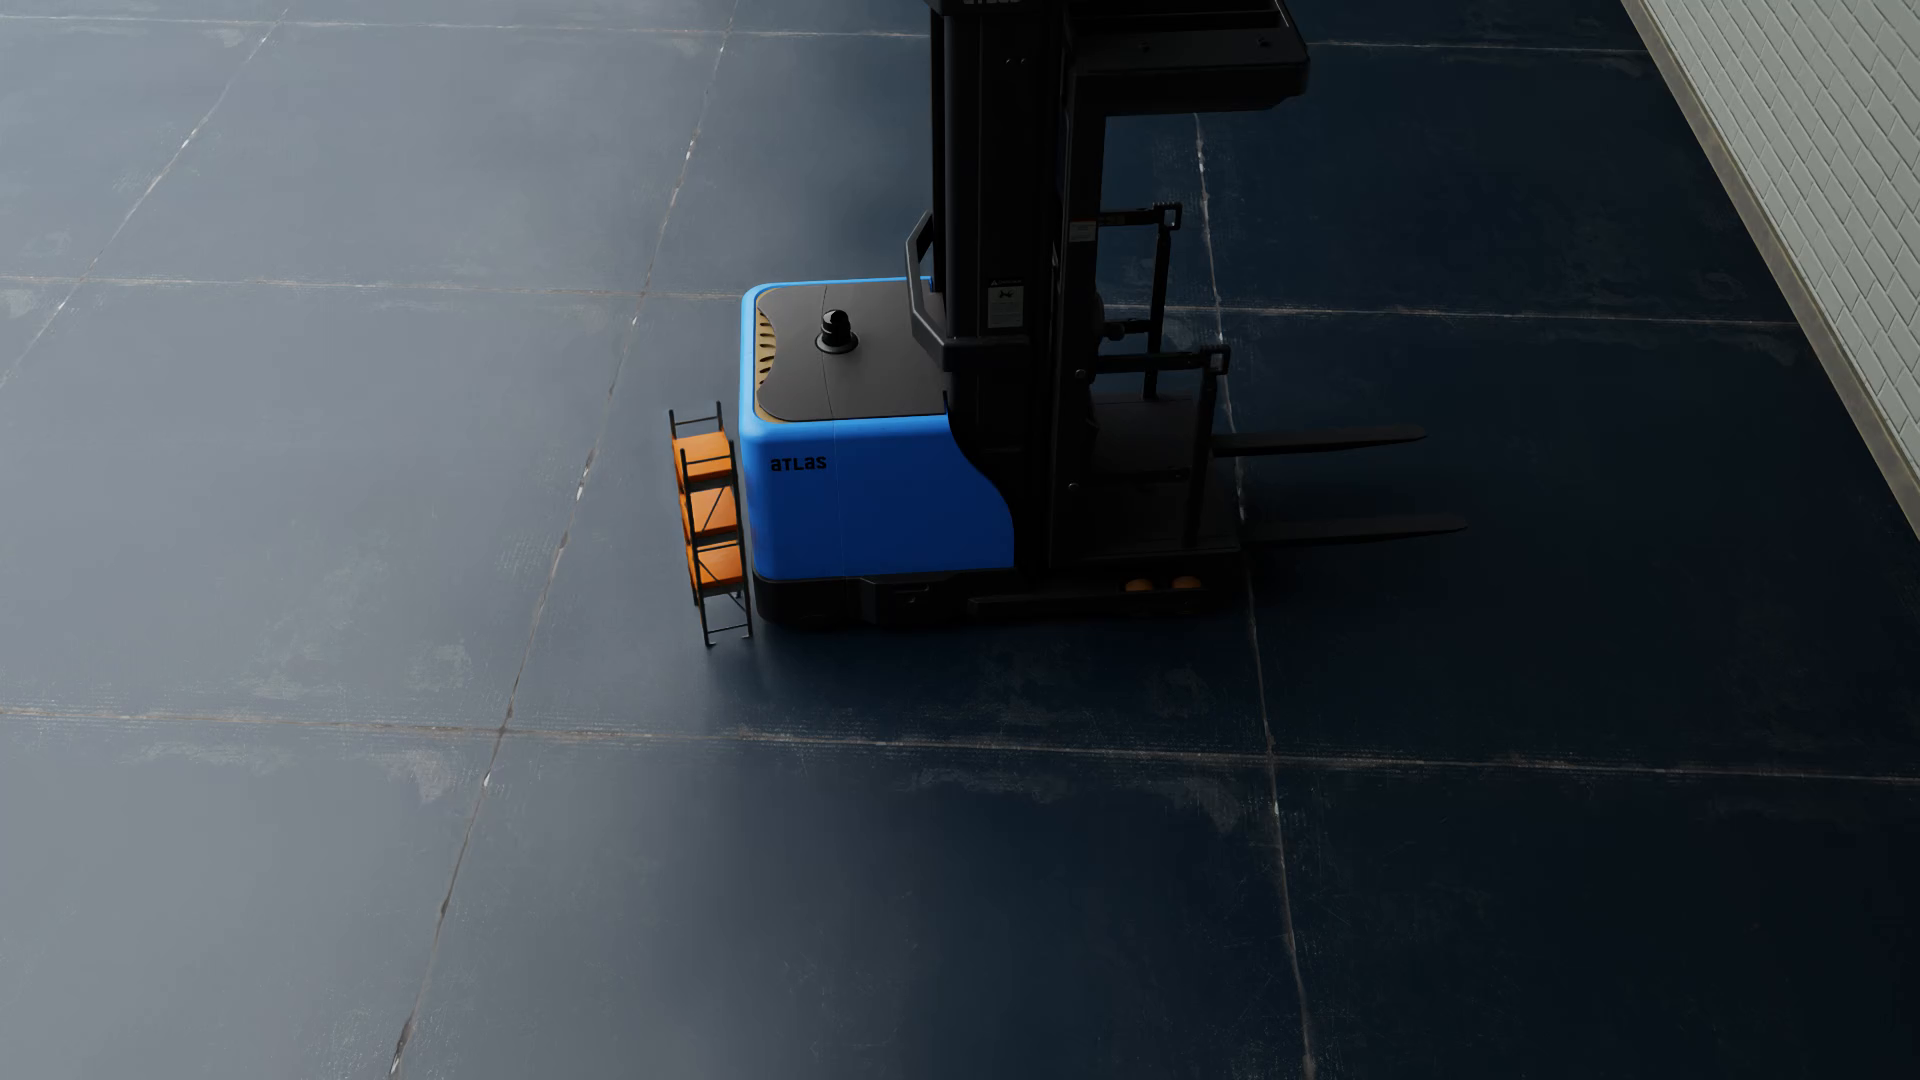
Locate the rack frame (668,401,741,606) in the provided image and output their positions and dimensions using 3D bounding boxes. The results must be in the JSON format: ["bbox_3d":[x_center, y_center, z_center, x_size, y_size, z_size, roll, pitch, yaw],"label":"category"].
[{"bbox_3d":[-1.021,-0.127,6.699,0.200,1.050,0.008,-11,44,-13],"label":"rack frame"}]

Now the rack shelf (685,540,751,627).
[{"bbox_3d":[-0.989,0.164,6.809,0.215,0.259,0.240,-11,44,-13],"label":"rack shelf"}]

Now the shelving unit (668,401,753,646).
[{"bbox_3d":[-0.984,-0.047,6.613,0.215,1.050,0.252,-11,44,-13],"label":"shelving unit"}]

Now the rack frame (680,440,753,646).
[{"bbox_3d":[-0.948,0.032,6.528,0.200,1.050,0.008,-11,44,-13],"label":"rack frame"}]

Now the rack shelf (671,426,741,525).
[{"bbox_3d":[-0.980,-0.248,6.428,0.215,0.259,0.240,-11,44,-13],"label":"rack shelf"}]

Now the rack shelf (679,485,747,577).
[{"bbox_3d":[-0.984,-0.040,6.621,0.215,0.259,0.240,-11,44,-13],"label":"rack shelf"}]

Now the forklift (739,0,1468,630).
[{"bbox_3d":[0.627,-1.108,6.374,3.031,2.935,1.130,-3,43,-3],"label":"forklift"}]
